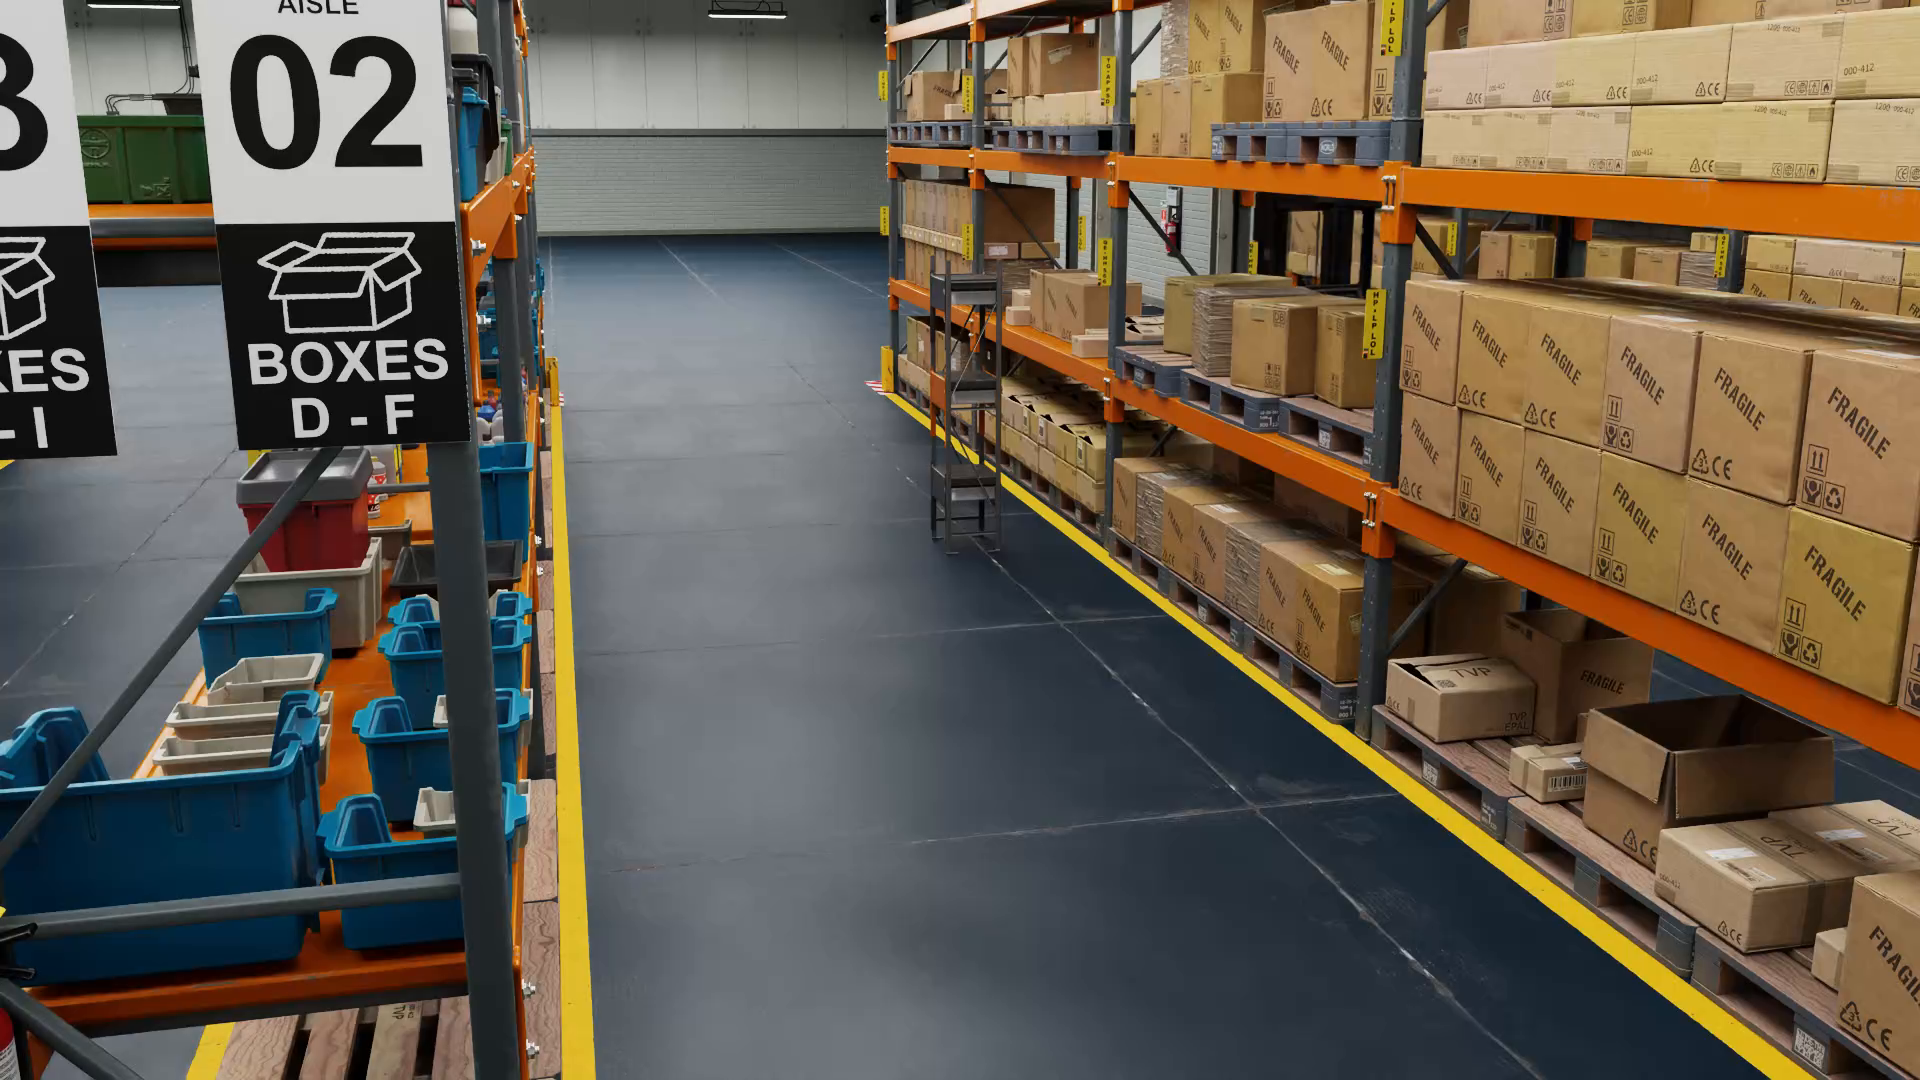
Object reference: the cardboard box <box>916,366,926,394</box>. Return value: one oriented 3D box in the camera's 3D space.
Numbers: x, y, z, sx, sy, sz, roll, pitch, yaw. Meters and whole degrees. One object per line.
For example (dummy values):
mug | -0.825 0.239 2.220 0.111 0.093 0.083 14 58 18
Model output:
cardboard box | -0.181 -1.756 18.204 0.500 0.250 0.500 -3 14 -13

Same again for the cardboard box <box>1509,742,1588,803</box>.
cardboard box | 2.591 0.984 7.121 0.380 0.166 0.250 -3 14 -13

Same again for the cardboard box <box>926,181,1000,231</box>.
cardboard box | 0.029 -3.575 17.797 0.700 0.500 0.500 -3 14 -13

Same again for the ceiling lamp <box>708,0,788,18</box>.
ceiling lamp | -5.469 -14.921 42.240 2.000 3.185 0.800 -3 14 -13

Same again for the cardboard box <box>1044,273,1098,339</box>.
cardboard box | 1.017 -1.965 13.940 0.500 0.500 0.500 -3 14 -13

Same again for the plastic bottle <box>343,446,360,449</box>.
plastic bottle | -2.818 -0.308 7.628 0.152 0.276 0.135 -3 14 -13

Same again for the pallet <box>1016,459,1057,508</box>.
pallet | 1.112 -0.527 14.141 1.003 0.211 1.213 -3 14 -13

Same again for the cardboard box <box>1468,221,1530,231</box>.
cardboard box | 5.518 -3.030 17.202 0.500 0.500 0.500 -4 14 -14

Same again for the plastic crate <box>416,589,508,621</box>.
plastic crate | -1.624 0.273 5.419 0.293 0.136 0.466 -3 14 -13

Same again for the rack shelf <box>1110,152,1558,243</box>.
rack shelf | 2.020 -2.055 9.715 1.077 0.370 4.000 -3 14 -13

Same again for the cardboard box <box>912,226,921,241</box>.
cardboard box | -0.324 -3.397 18.435 0.380 0.149 0.250 -3 14 -13

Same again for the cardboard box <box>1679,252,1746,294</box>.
cardboard box | 6.245 -2.056 13.385 0.700 0.500 0.500 -5 15 -20

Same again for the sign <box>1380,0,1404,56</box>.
sign | 1.951 -2.354 7.503 0.100 0.325 0.005 -3 14 -13

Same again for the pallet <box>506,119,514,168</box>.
pallet | -2.605 -1.752 7.354 1.213 0.211 1.003 -3 14 -13

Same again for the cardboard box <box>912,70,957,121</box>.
cardboard box | -0.204 -4.634 17.363 0.500 0.500 0.500 -3 14 -13

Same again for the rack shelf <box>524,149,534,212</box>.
rack shelf | -3.735 -2.703 12.365 1.077 0.370 4.000 -3 14 -13

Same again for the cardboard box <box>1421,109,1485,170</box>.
cardboard box | 2.364 -1.744 7.243 0.500 0.250 0.500 -3 14 -13

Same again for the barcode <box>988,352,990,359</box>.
barcode | 0.266 -1.715 15.445 0.001 0.075 0.075 -3 14 -13

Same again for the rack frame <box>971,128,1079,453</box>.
rack frame | 0.611 -2.332 15.651 1.000 3.000 0.127 -3 14 -13

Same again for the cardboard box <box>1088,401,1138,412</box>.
cardboard box | 1.343 -1.044 14.107 0.500 0.311 0.500 -3 14 -14

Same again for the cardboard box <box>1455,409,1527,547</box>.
cardboard box | 2.468 -0.284 7.059 0.500 0.500 0.500 -3 14 -12

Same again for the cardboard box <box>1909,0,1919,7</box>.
cardboard box | 3.258 -1.792 4.806 0.700 0.500 0.500 -3 14 -13

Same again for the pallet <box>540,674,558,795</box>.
pallet | -2.466 0.963 8.039 1.003 0.211 1.213 -3 14 -13

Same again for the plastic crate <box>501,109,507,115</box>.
plastic crate | -1.802 -1.395 5.847 0.416 0.233 0.300 -3 14 -13

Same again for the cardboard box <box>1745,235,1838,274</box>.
cardboard box | 6.228 -2.127 12.354 0.500 0.250 0.500 -3 14 -12

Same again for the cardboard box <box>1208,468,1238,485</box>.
cardboard box | 1.998 -0.206 11.289 0.500 0.500 0.500 -3 14 -11

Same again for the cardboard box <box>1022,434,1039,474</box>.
cardboard box | 0.827 -0.738 14.038 0.500 0.250 0.500 -3 14 -12

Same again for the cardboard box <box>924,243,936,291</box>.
cardboard box | 0.008 -2.959 18.007 0.700 0.500 0.500 -3 14 -13

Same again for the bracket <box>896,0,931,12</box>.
bracket | -1.197 -14.292 44.381 0.076 0.066 4.783 -3 14 -13

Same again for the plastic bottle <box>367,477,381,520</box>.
plastic bottle | -2.616 -0.199 7.338 0.097 0.201 0.097 0 14 0

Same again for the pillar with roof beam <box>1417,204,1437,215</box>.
pillar with roof beam | 1.307 -6.093 18.404 9.100 9.000 0.400 -3 14 -13

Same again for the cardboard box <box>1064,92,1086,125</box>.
cardboard box | 1.125 -3.351 12.935 0.500 0.250 0.500 -4 14 -14

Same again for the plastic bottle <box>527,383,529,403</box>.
plastic bottle | -2.746 -0.940 10.373 0.097 0.201 0.097 0 14 0

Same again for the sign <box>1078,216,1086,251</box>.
sign | 1.136 -2.888 15.656 0.100 0.325 0.005 -3 14 -13

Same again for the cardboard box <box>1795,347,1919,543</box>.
cardboard box | 2.938 -0.302 5.024 0.500 0.500 0.500 -3 14 -12

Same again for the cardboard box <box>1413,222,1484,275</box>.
cardboard box | 5.014 -3.002 17.087 0.500 0.500 0.500 -3 14 -13

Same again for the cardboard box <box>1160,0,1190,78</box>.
cardboard box | 1.647 -3.299 10.974 0.500 0.500 0.500 -3 14 -13

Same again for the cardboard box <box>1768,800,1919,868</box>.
cardboard box | 3.343 1.187 6.116 0.500 0.250 0.500 -3 14 -13

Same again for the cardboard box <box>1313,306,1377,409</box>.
cardboard box | 2.373 -1.016 9.168 0.700 0.500 0.500 -1 14 -4

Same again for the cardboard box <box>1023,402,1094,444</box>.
cardboard box | 0.828 -1.009 13.962 0.500 0.311 0.500 -3 14 -12

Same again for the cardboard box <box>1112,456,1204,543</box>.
cardboard box | 1.380 -0.287 11.623 0.500 0.500 0.500 -3 14 -11

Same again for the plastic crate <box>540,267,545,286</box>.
plastic crate | -4.736 -2.808 17.915 0.499 0.251 0.616 -3 14 -13

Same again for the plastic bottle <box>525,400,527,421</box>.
plastic bottle | -2.555 -0.752 9.604 0.097 0.201 0.097 0 14 0

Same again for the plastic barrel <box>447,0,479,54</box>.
plastic barrel | -2.206 -2.073 7.102 0.433 0.535 0.433 0 14 0

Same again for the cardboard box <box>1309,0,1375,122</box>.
cardboard box | 2.264 -2.518 8.785 0.600 0.600 0.600 -3 14 -14

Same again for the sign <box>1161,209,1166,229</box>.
sign | 3.509 -5.525 28.647 0.001 0.329 0.234 -3 14 -13

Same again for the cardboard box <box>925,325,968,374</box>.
cardboard box | -0.069 -2.005 17.641 0.500 0.500 0.500 -3 14 -13

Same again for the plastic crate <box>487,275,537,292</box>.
plastic crate | -3.793 -1.993 14.129 0.402 0.464 0.583 -3 14 -13

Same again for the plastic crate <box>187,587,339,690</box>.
plastic crate | -2.118 0.305 5.087 0.416 0.233 0.300 -3 14 -13

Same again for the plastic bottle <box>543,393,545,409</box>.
plastic bottle | -4.221 -1.379 16.563 0.152 0.276 0.135 -4 14 -15

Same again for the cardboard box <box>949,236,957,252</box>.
cardboard box | 0.102 -2.981 16.731 0.380 0.149 0.250 -3 14 -13

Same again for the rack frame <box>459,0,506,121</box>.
rack frame | -2.326 -3.125 6.258 1.000 3.000 0.127 -3 14 -13

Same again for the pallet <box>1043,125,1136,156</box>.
pallet | 1.304 -2.926 12.161 1.213 0.211 1.003 -3 14 -11

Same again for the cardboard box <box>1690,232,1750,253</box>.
cardboard box | 6.165 -2.415 13.486 0.380 0.149 0.250 -6 15 -23

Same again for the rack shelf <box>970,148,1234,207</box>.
rack shelf | 1.081 -2.978 13.492 1.077 0.370 4.000 -3 14 -13

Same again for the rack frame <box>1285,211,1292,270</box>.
rack frame | 4.486 -3.531 20.562 1.000 3.000 0.127 -3 14 -13

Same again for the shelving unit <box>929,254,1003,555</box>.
shelving unit | 0.039 -0.982 12.022 0.431 2.100 0.503 -3 14 -13

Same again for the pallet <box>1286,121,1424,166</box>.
pallet | 2.405 -2.006 8.395 1.213 0.211 1.003 -3 14 -13

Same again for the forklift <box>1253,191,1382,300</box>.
forklift | 3.309 -2.081 14.768 1.130 2.935 3.031 -5 15 -21
